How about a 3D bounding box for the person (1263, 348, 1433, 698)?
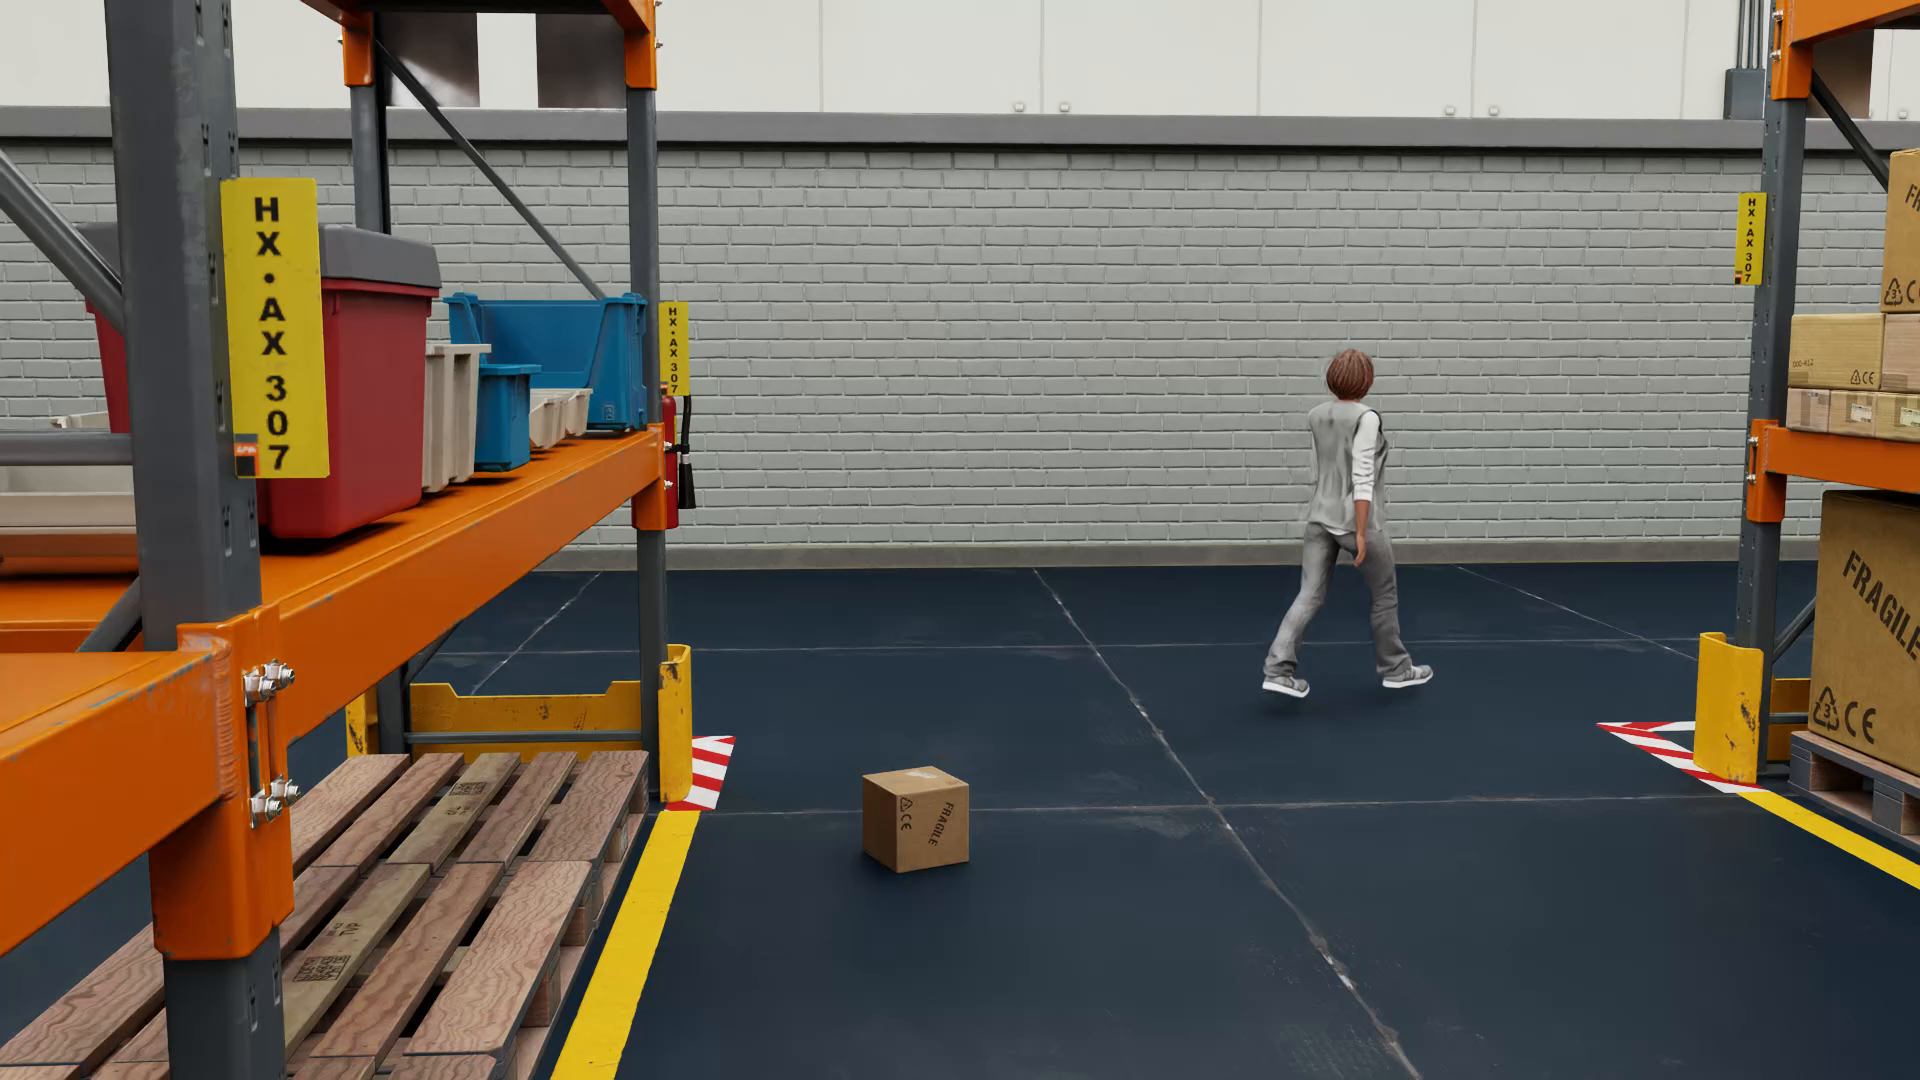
[{"bbox_3d":[1.720,-0.077,7.373,0.979,1.530,0.429,-6,9,-40],"label":"person"}]
